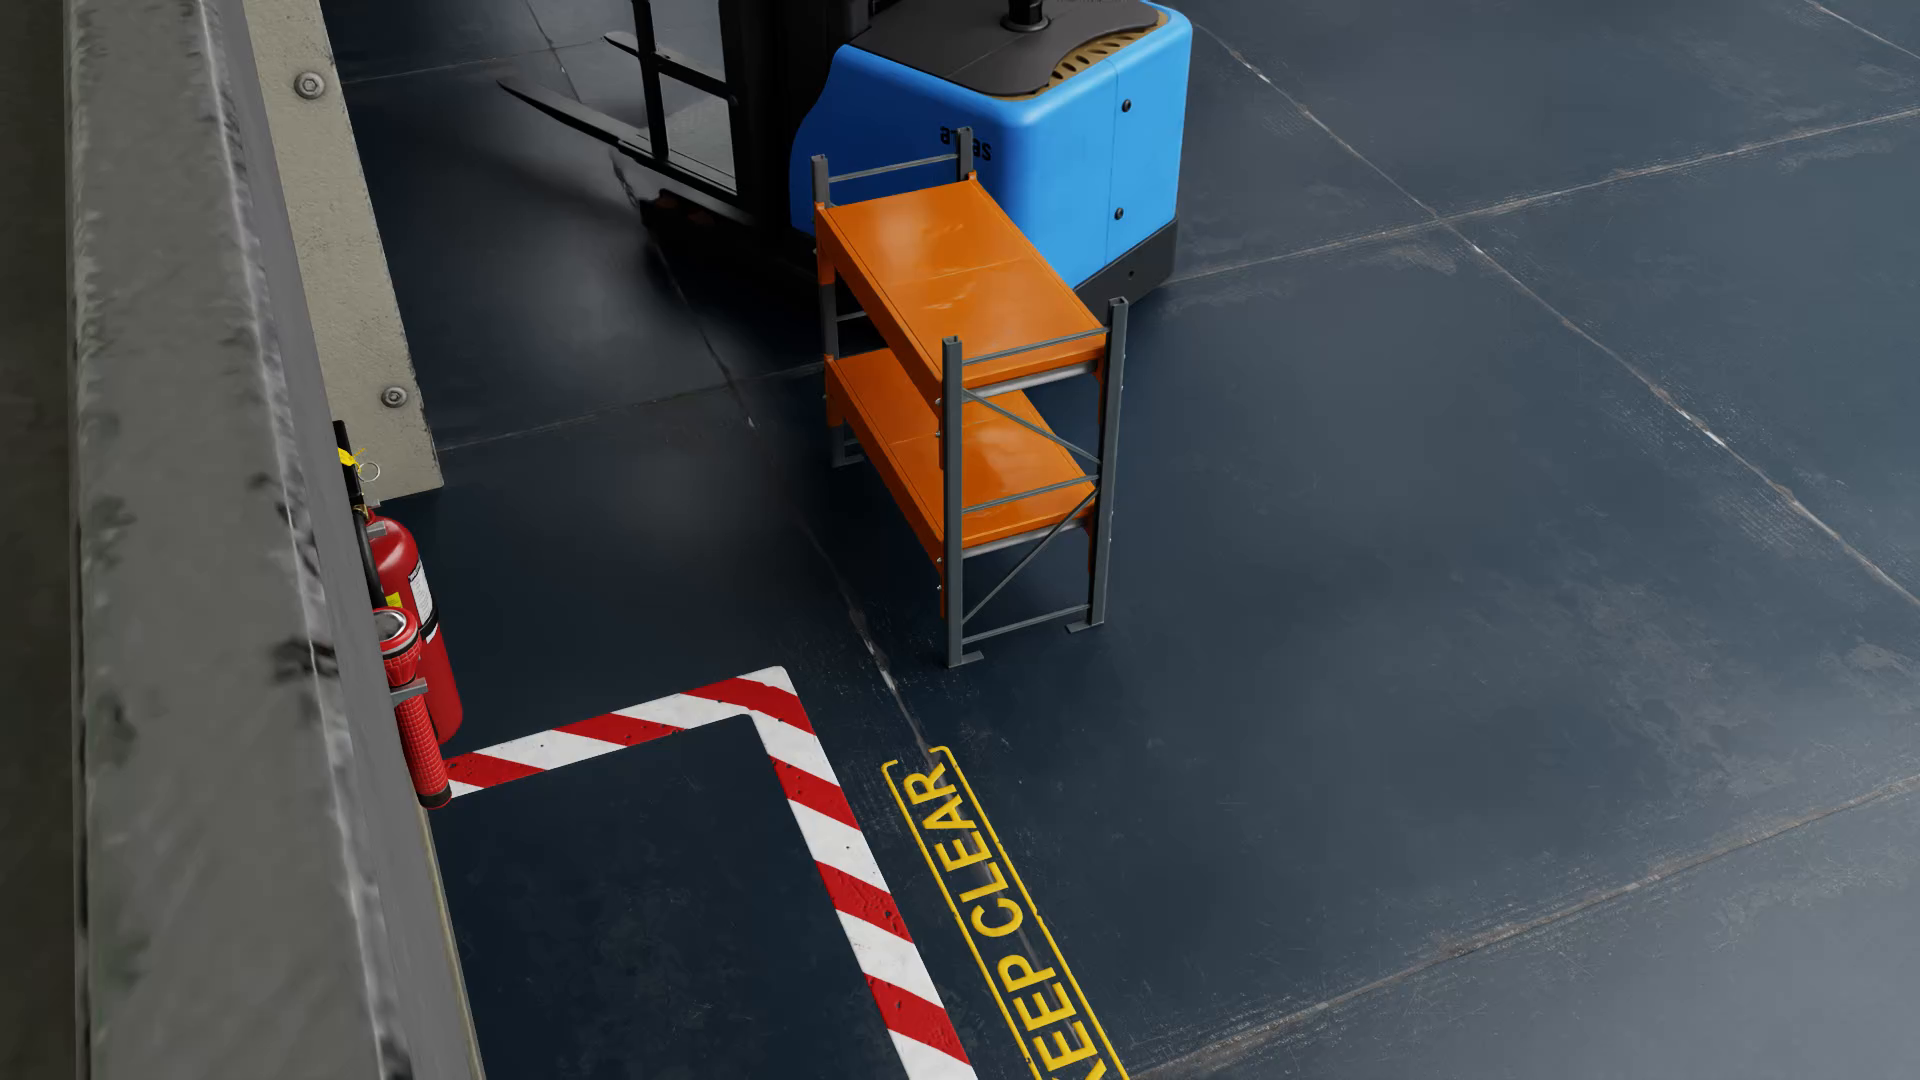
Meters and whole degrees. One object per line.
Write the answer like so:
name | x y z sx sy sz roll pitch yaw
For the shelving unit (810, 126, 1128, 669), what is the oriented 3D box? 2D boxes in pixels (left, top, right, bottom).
shelving unit | -0.003 -0.431 4.888 0.538 1.125 1.048 -15 43 -17

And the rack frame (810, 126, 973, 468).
rack frame | -0.197 -0.737 5.244 0.500 1.125 0.032 -15 43 -17

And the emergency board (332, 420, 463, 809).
emergency board | -1.000 0.102 2.831 0.194 1.169 0.643 -15 43 -17

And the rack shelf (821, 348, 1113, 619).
rack shelf | -0.003 -0.245 5.047 0.538 0.278 1.000 -15 43 -17

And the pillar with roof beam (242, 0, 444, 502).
pillar with roof beam | 2.067 -4.745 3.866 9.100 9.000 0.400 -15 43 -17

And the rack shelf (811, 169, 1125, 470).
rack shelf | -0.003 -0.652 4.697 0.538 0.278 1.000 -15 43 -17

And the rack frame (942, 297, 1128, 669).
rack frame | 0.192 -0.124 4.532 0.500 1.125 0.032 -15 43 -17

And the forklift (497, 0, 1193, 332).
forklift | -0.639 -2.473 5.878 3.031 2.935 1.130 29 48 29
